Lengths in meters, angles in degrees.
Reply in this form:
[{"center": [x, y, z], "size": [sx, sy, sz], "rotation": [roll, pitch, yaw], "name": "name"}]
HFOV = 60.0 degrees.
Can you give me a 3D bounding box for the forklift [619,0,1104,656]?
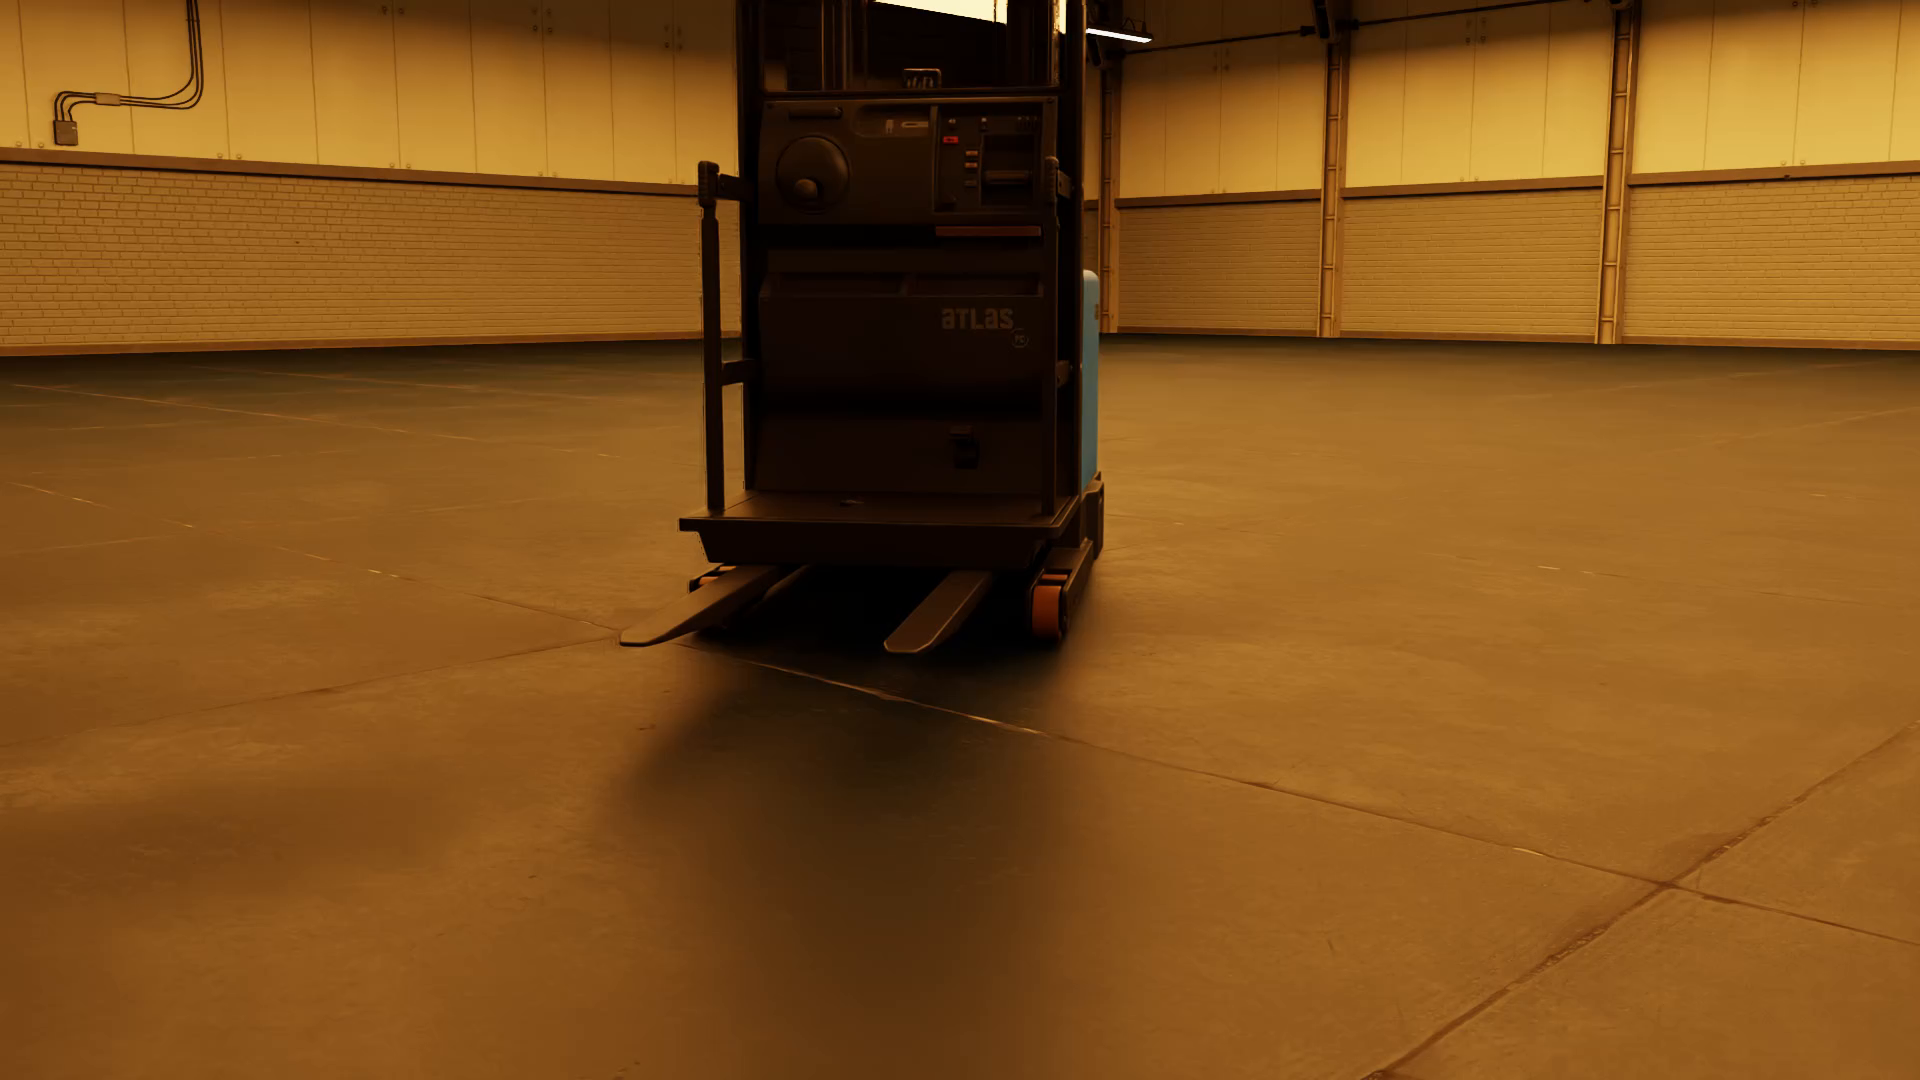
[{"center": [-0.194, -1.215, 4.939], "size": [1.130, 2.935, 3.031], "rotation": [1, 9, 9], "name": "forklift"}]
